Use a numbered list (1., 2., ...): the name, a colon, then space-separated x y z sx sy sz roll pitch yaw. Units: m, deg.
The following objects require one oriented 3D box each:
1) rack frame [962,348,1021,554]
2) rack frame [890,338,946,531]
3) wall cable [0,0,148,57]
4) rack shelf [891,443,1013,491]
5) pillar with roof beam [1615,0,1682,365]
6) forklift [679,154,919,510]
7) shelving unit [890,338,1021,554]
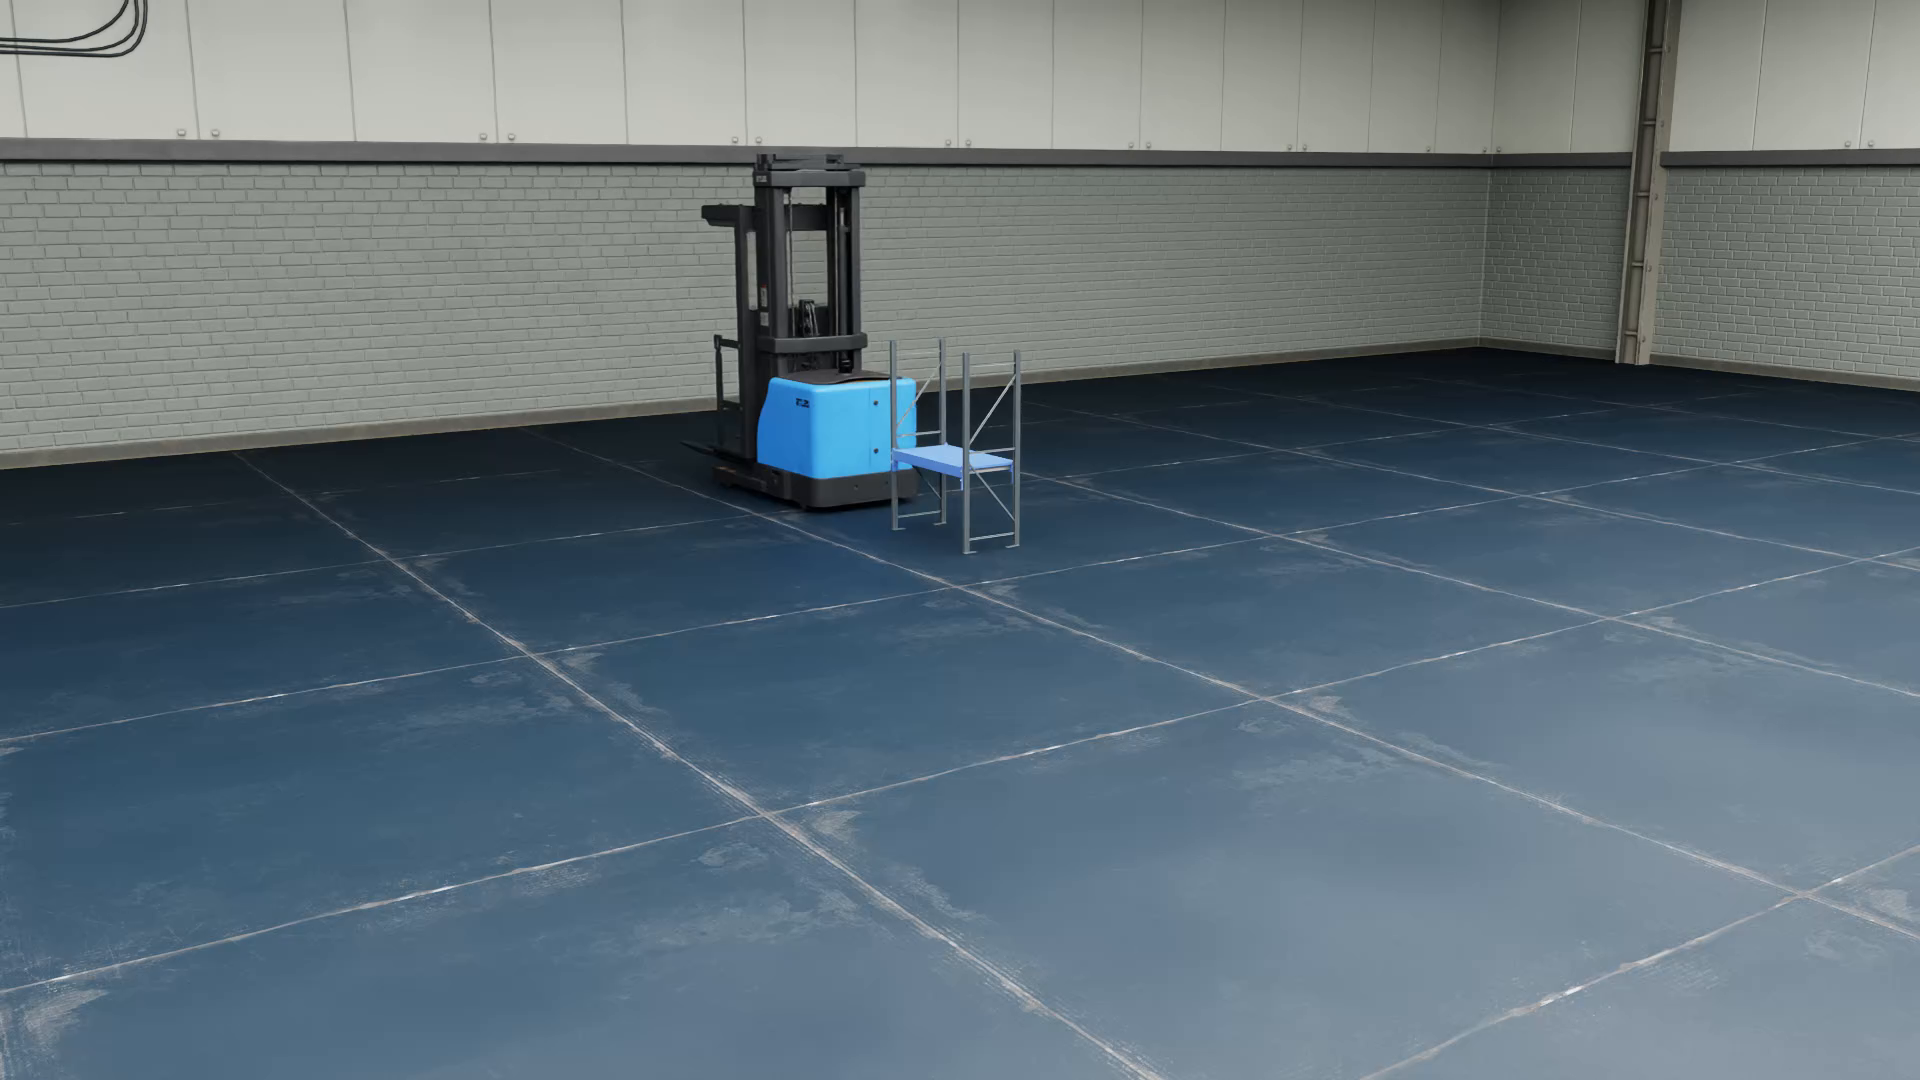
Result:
1. rack frame: 0.234 -0.657 12.357 0.500 1.500 0.032 -8 15 -33
2. rack frame: -0.329 -0.838 13.184 0.500 1.500 0.032 -8 15 -33
3. wall cable: -8.722 -6.791 14.889 2.305 6.003 0.169 -8 15 -33
4. rack shelf: -0.047 -0.572 12.809 0.538 0.185 1.000 -8 15 -33
5. pillar with roof beam: 6.537 -6.547 21.735 9.100 9.000 0.400 -8 15 -33
6. forklift: -1.608 -1.951 14.923 1.130 2.935 3.031 -8 15 -34
7. shelving unit: -0.047 -0.748 12.771 0.538 1.500 1.048 -8 15 -33
